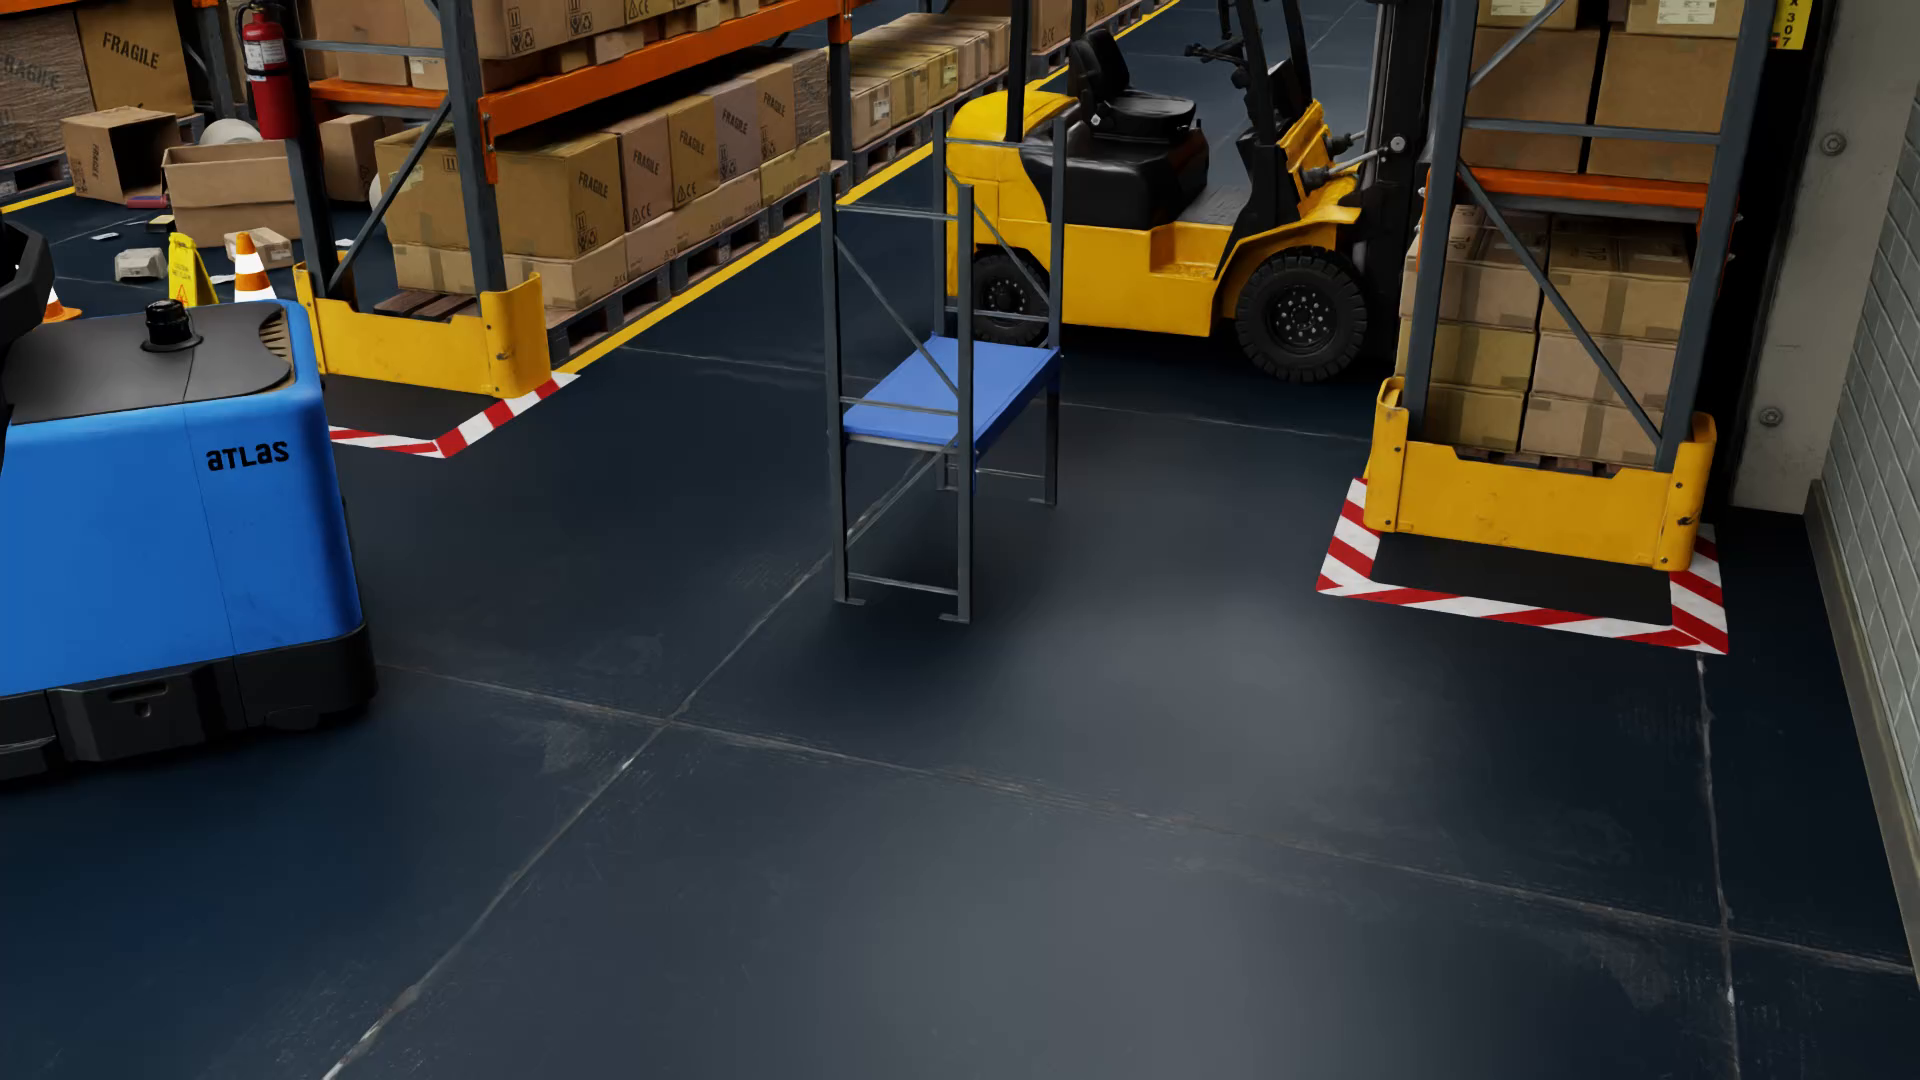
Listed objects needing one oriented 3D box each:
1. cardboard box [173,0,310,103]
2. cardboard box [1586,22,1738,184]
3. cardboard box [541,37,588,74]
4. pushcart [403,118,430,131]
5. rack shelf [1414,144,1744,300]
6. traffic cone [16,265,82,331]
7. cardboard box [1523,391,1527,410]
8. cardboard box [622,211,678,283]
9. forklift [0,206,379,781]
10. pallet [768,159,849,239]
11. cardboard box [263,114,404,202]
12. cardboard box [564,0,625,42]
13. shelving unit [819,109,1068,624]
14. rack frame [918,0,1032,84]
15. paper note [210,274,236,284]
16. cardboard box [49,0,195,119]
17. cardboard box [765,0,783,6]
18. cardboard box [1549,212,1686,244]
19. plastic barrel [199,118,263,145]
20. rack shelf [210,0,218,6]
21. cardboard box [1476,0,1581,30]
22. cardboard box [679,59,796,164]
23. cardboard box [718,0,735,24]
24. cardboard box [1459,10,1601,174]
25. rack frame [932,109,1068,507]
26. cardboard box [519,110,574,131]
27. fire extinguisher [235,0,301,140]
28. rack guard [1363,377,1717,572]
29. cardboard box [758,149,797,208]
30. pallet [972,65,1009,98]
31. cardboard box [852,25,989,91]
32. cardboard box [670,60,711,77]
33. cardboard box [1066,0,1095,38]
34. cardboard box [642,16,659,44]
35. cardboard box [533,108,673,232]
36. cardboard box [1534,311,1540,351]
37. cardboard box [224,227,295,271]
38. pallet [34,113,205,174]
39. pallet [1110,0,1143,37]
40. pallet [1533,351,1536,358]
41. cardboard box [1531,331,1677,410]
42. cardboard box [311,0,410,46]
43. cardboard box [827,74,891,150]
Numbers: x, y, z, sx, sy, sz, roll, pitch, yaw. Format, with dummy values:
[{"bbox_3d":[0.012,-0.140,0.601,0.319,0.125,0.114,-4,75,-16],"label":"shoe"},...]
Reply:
[{"bbox_3d":[-5.784,-3.875,12.910,1.050,0.750,0.750,9,27,17],"label":"cardboard box"},{"bbox_3d":[2.573,-1.600,5.997,0.500,0.500,0.500,10,27,19],"label":"cardboard box"},{"bbox_3d":[-1.992,-2.309,7.866,0.380,0.149,0.250,8,27,16],"label":"cardboard box"},{"bbox_3d":[-3.371,-2.883,11.772,1.648,0.377,0.936,0,26,-1],"label":"pushcart"},{"bbox_3d":[2.812,-1.890,7.536,1.077,0.370,4.000,9,27,17],"label":"rack shelf"},{"bbox_3d":[-4.769,-1.353,8.514,0.336,0.463,0.334,9,27,17],"label":"traffic cone"},{"bbox_3d":[2.179,-0.785,7.102,0.500,0.250,0.500,9,27,17],"label":"cardboard box"},{"bbox_3d":[-1.830,-1.561,8.706,0.500,0.250,0.500,10,27,19],"label":"cardboard box"},{"bbox_3d":[-3.361,-0.721,4.375,3.031,2.935,1.130,-10,28,-20],"label":"forklift"},{"bbox_3d":[-1.395,-2.217,10.588,1.003,0.211,1.213,9,27,17],"label":"pallet"},{"bbox_3d":[-4.035,-2.522,10.725,0.797,0.637,0.503,9,27,17],"label":"cardboard box"},{"bbox_3d":[-1.947,-2.656,7.838,0.500,0.500,0.500,10,27,19],"label":"cardboard box"},{"bbox_3d":[-0.028,-0.640,5.851,0.538,1.500,1.048,9,27,17],"label":"shelving unit"},{"bbox_3d":[0.126,-5.397,13.956,1.000,3.000,0.127,9,27,17],"label":"rack frame"},{"bbox_3d":[-4.098,-1.451,9.211,0.148,0.019,0.142,0,26,-1],"label":"paper note"},{"bbox_3d":[-6.181,-3.414,11.816,0.875,0.875,0.875,9,27,18],"label":"cardboard box"},{"bbox_3d":[-1.261,-3.265,9.839,0.380,0.149,0.250,9,27,18],"label":"cardboard box"},{"bbox_3d":[2.648,-1.169,6.748,0.500,0.250,0.500,9,27,18],"label":"cardboard box"},{"bbox_3d":[-4.837,-2.582,11.096,0.421,0.421,0.512,-14,29,-27],"label":"plastic barrel"},{"bbox_3d":[-5.241,-4.928,13.812,1.077,0.370,4.000,9,27,17],"label":"rack shelf"},{"bbox_3d":[1.997,-1.912,5.897,0.380,0.149,0.250,9,27,18],"label":"cardboard box"},{"bbox_3d":[-1.316,-2.551,9.890,0.500,0.500,0.500,9,27,18],"label":"cardboard box"},{"bbox_3d":[-1.472,-2.945,9.180,0.380,0.149,0.250,8,27,17],"label":"cardboard box"},{"bbox_3d":[2.062,-1.677,6.157,0.500,0.500,0.500,8,27,16],"label":"cardboard box"},{"bbox_3d":[0.141,-0.849,6.282,0.500,1.500,0.032,9,27,17],"label":"rack frame"},{"bbox_3d":[-2.345,-1.981,8.712,0.500,0.500,0.500,10,28,19],"label":"cardboard box"},{"bbox_3d":[-3.008,-2.095,7.223,0.296,0.674,0.183,9,27,17],"label":"fire extinguisher"},{"bbox_3d":[2.138,-0.257,6.206,1.175,0.500,0.348,9,27,17],"label":"rack guard"},{"bbox_3d":[-1.316,-2.203,10.031,0.500,0.250,0.500,8,27,16],"label":"cardboard box"},{"bbox_3d":[-0.135,-3.821,13.900,1.003,0.211,1.213,9,27,17],"label":"pallet"},{"bbox_3d":[-0.309,-3.869,13.331,0.950,0.372,0.625,8,27,16],"label":"cardboard box"},{"bbox_3d":[-1.823,-2.618,10.027,0.500,0.500,0.500,10,28,20],"label":"cardboard box"},{"bbox_3d":[0.735,-5.268,15.644,0.875,0.875,0.875,9,27,18],"label":"cardboard box"},{"bbox_3d":[-1.779,-2.636,8.540,0.380,0.149,0.250,10,27,19],"label":"cardboard box"},{"bbox_3d":[-1.829,-1.916,8.577,0.500,0.500,0.500,8,27,16],"label":"cardboard box"},{"bbox_3d":[2.191,-1.018,7.010,0.500,0.250,0.500,8,27,17],"label":"cardboard box"},{"bbox_3d":[-4.005,-1.658,9.504,0.250,0.149,0.380,-20,33,-36],"label":"cardboard box"},{"bbox_3d":[-6.233,-2.874,11.943,1.003,0.211,1.213,9,27,17],"label":"pallet"},{"bbox_3d":[1.272,-5.458,17.281,1.003,0.211,1.213,9,27,17],"label":"pallet"},{"bbox_3d":[2.769,-0.957,7.983,1.003,0.211,1.213,9,27,17],"label":"pallet"},{"bbox_3d":[2.499,-0.731,6.418,0.500,0.250,0.500,9,27,18],"label":"cardboard box"},{"bbox_3d":[-2.615,-2.552,7.622,0.500,0.500,0.500,8,27,17],"label":"cardboard box"},{"bbox_3d":[-1.032,-2.976,11.488,0.950,0.372,0.625,9,27,18],"label":"cardboard box"}]
